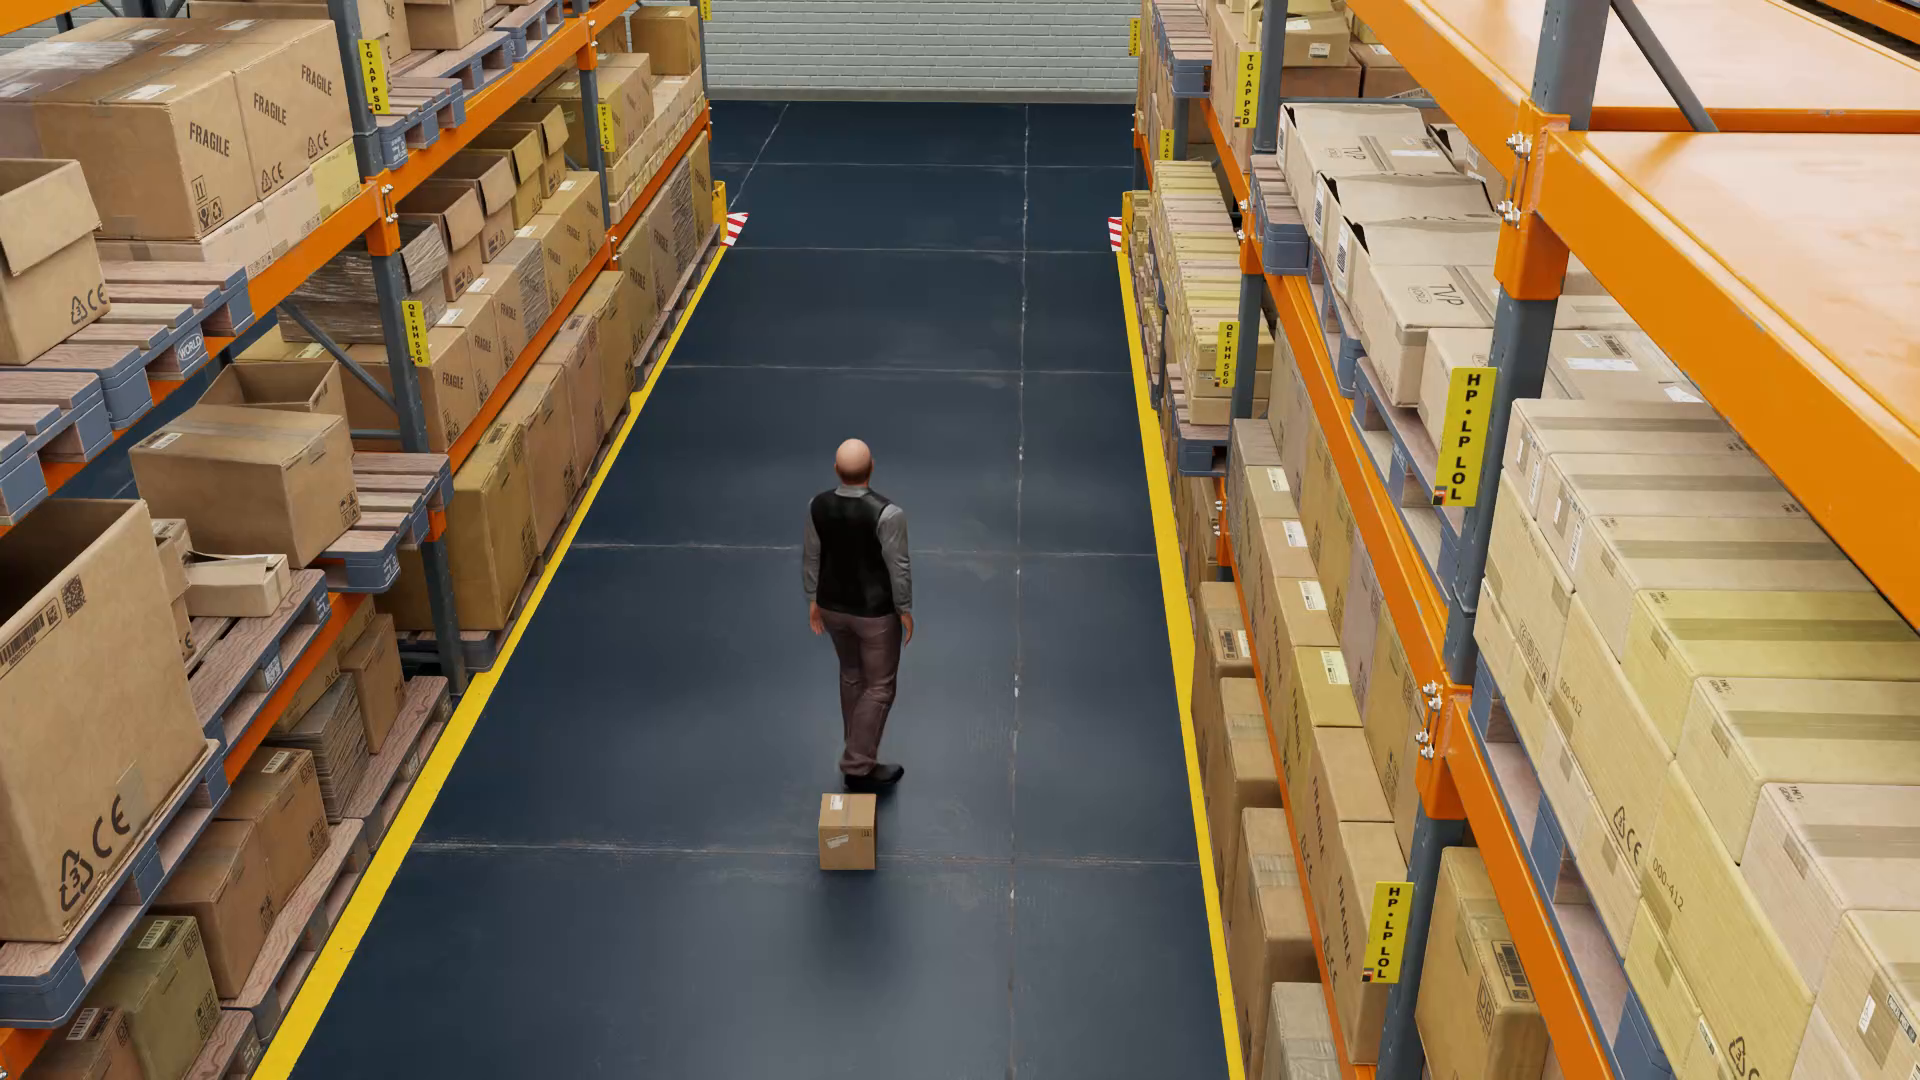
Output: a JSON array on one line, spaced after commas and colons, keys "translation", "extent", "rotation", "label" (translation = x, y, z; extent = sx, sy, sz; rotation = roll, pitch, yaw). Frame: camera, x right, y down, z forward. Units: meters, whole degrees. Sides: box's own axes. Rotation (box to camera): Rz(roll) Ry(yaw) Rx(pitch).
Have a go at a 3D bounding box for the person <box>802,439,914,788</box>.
[{"translation": [-0.503, 0.360, 7.967], "extent": [0.577, 1.708, 0.556], "rotation": [13, 30, 23], "label": "person"}]
